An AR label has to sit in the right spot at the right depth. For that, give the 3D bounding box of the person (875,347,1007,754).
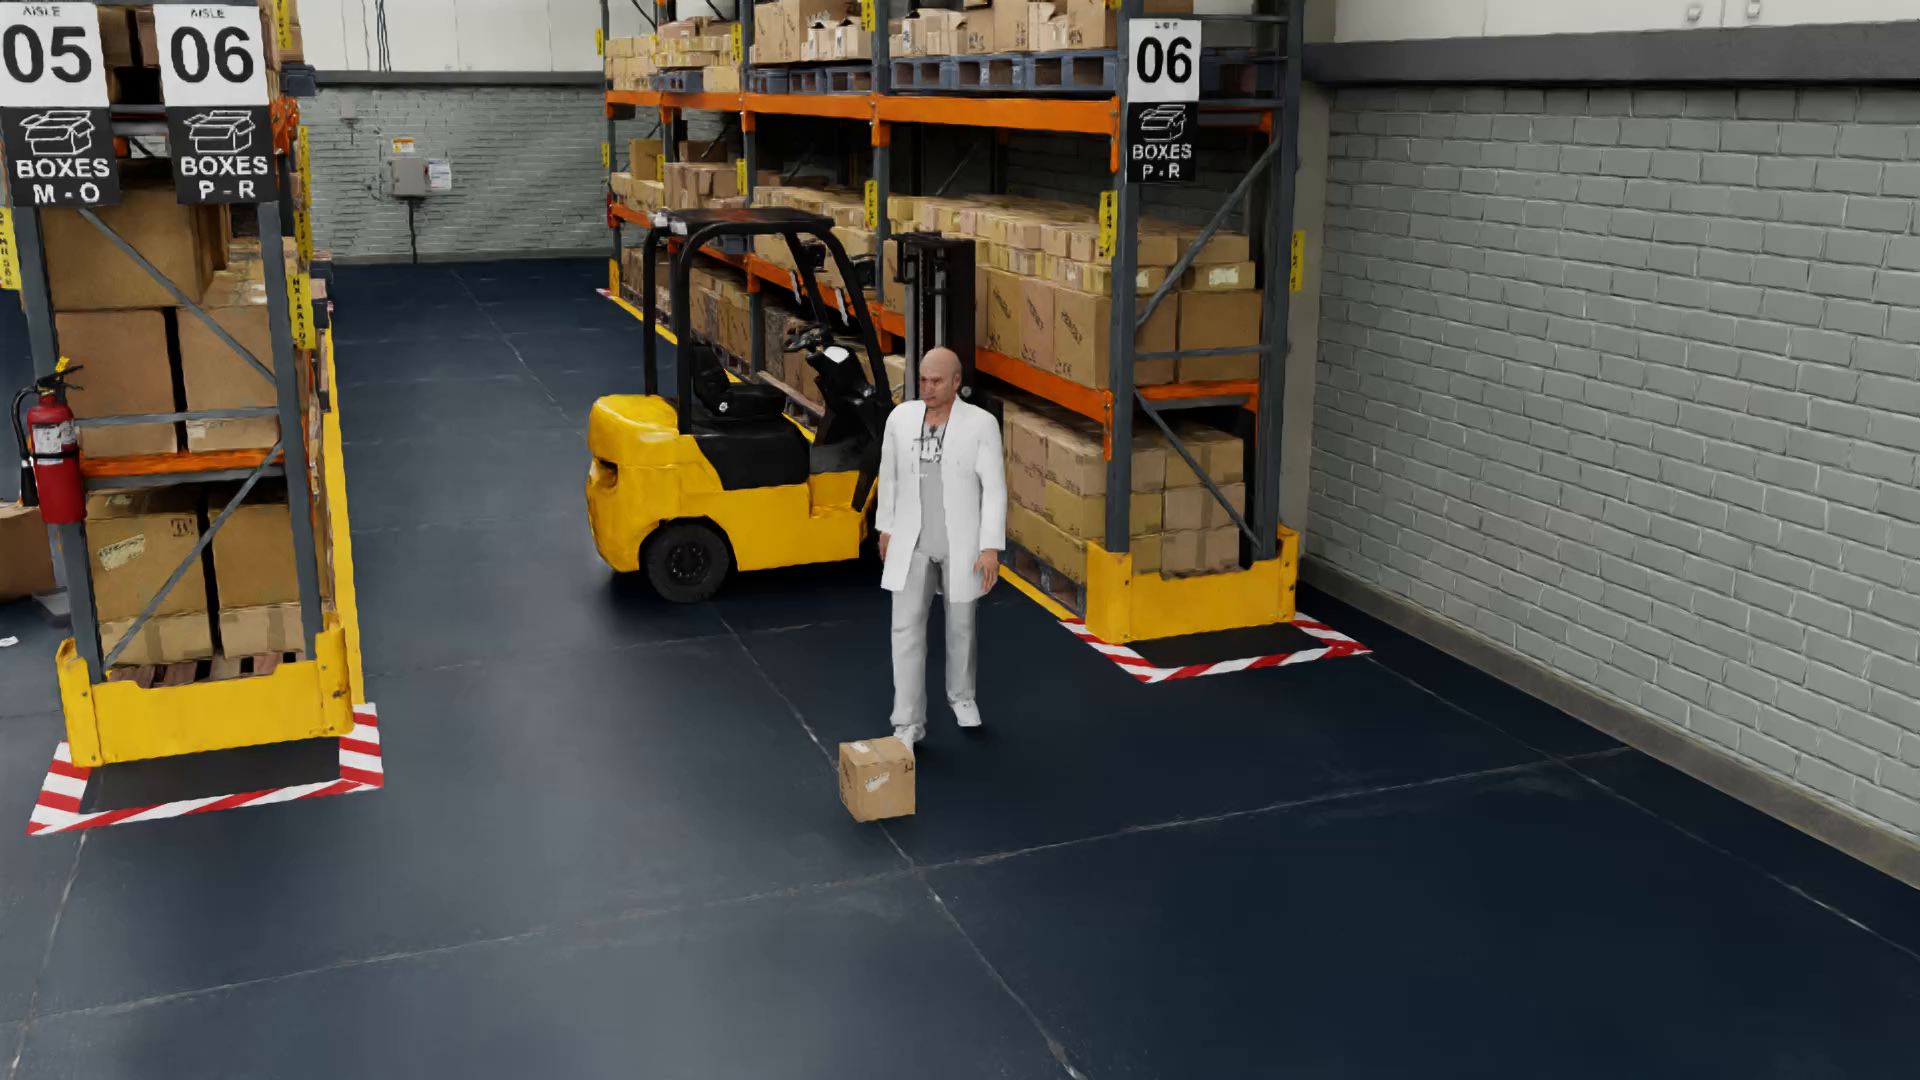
[{"bbox_3d":[-0.106,0.039,7.346,0.636,1.774,0.809,3,16,9],"label":"person"}]
